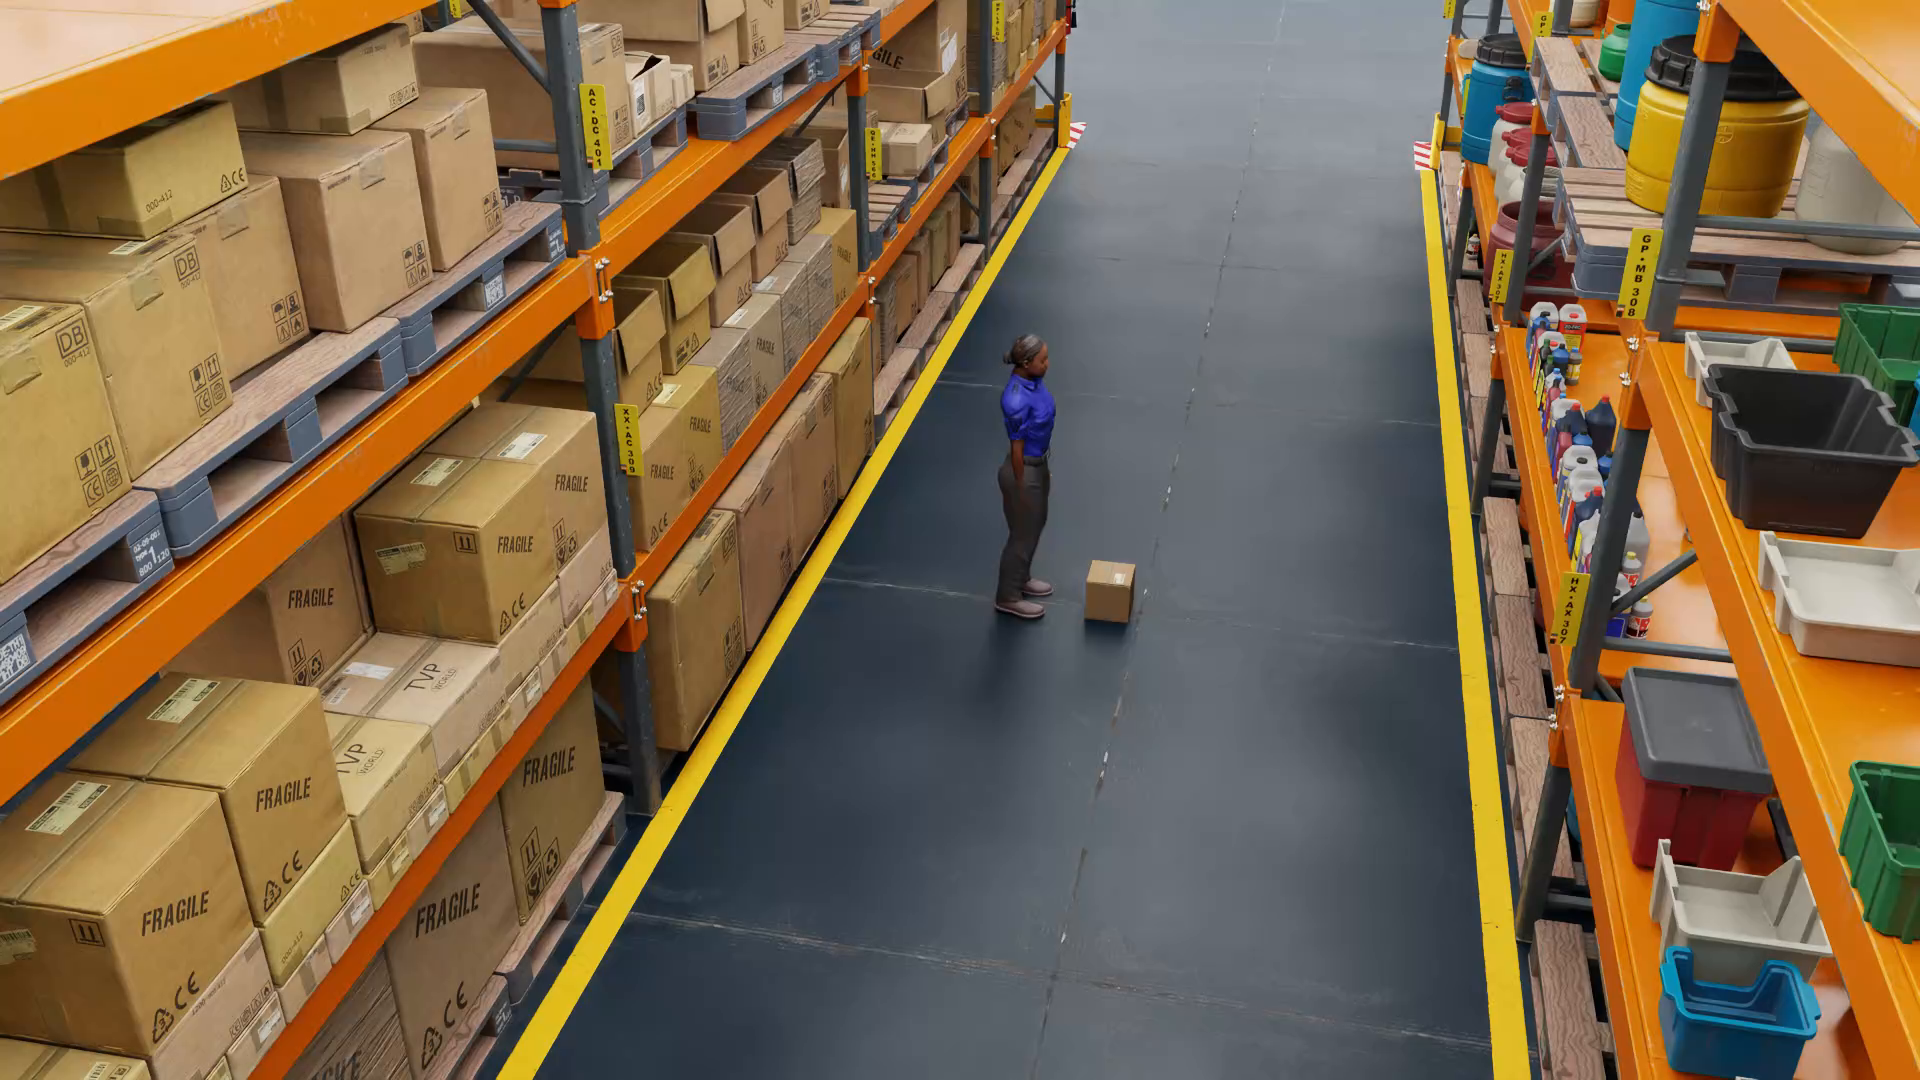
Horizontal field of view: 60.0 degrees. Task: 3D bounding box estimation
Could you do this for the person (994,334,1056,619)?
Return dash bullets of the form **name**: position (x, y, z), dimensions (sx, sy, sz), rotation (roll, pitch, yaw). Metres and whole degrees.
- **person**: position (0.377, -0.375, 9.299), dimensions (0.299, 1.657, 0.437), rotation (7, 30, 13)
